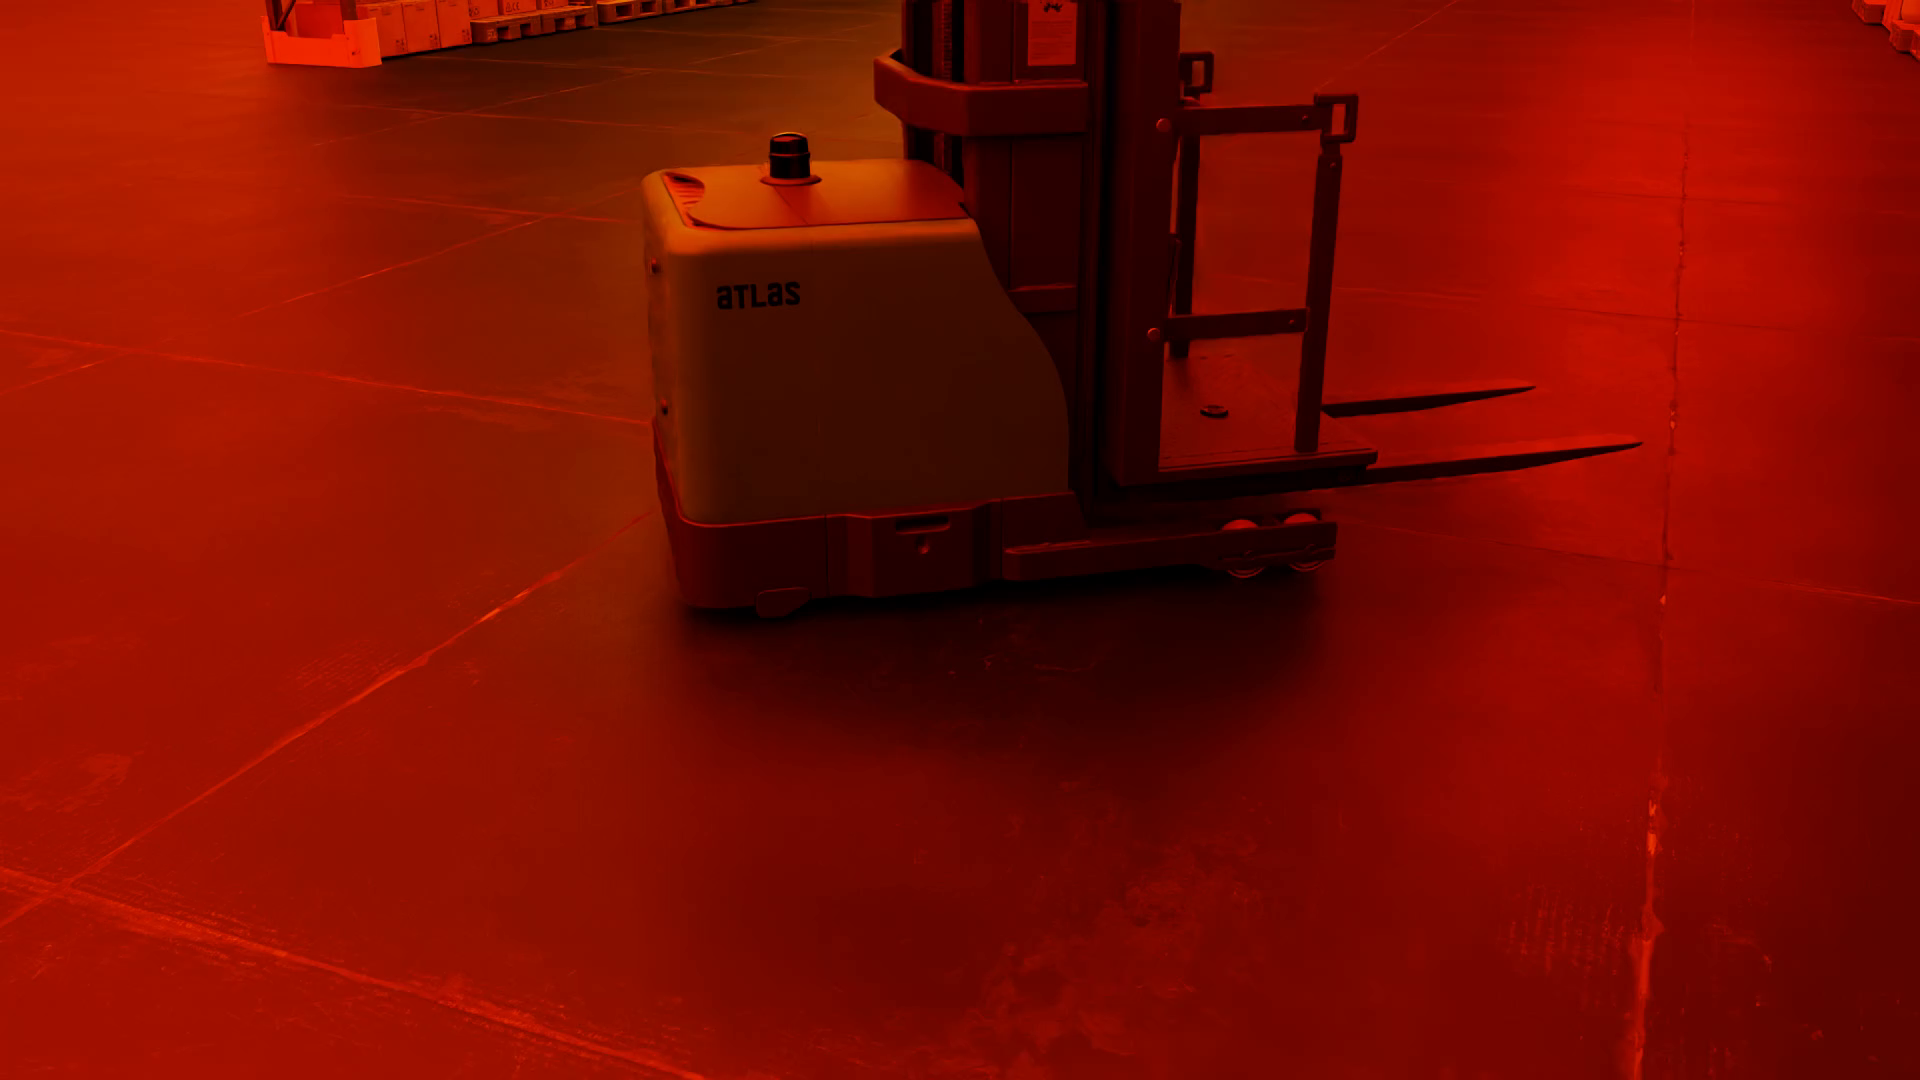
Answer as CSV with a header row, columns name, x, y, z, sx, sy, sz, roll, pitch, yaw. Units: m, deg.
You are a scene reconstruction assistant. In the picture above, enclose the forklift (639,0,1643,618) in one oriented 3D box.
name,x,y,z,sx,sy,sz,roll,pitch,yaw
forklift,0.611,-1.433,4.722,3.031,2.935,1.130,-6,23,-13
